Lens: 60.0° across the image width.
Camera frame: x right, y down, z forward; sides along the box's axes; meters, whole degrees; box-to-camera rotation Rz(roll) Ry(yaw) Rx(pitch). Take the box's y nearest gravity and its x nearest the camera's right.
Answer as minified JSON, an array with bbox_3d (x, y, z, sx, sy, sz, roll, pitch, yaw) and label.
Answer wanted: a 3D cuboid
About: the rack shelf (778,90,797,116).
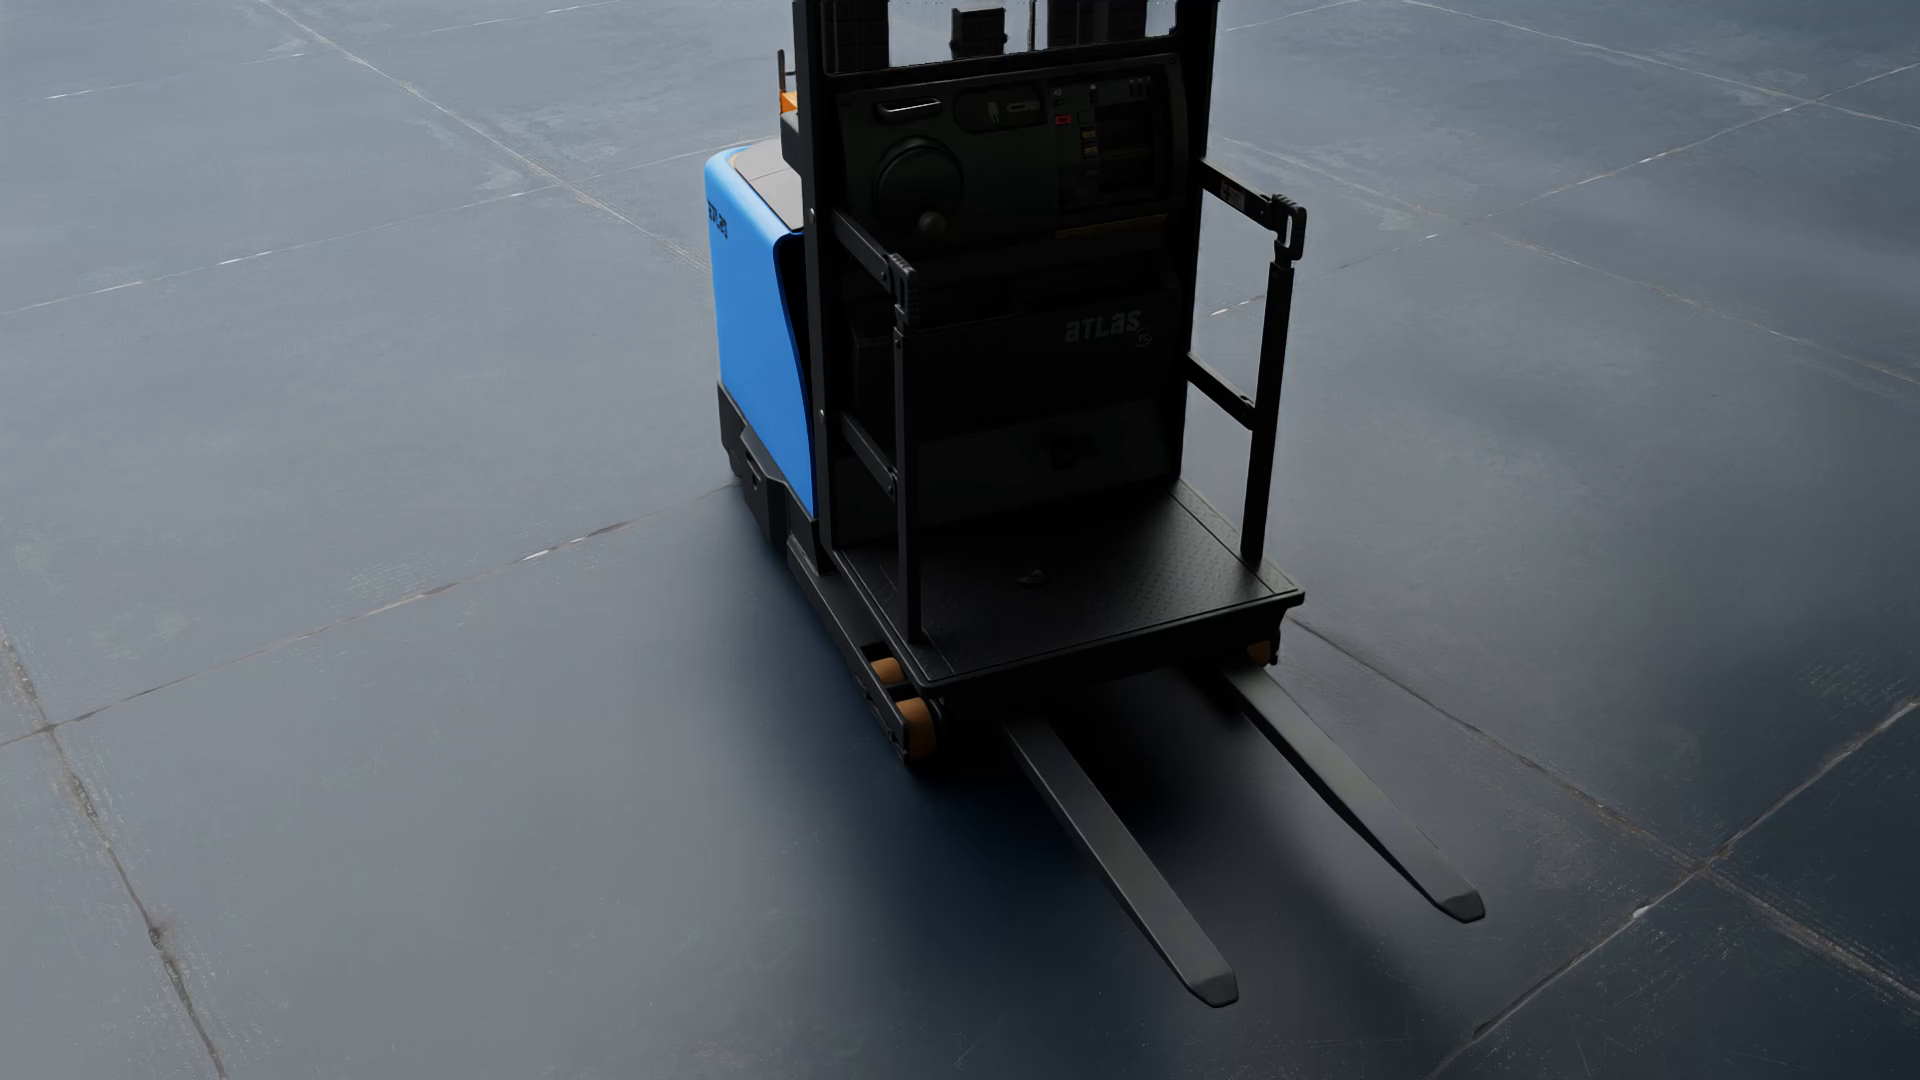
[{"bbox_3d":[-0.415,-1.396,5.616,0.258,0.148,0.480,-13,34,-19],"label":"rack shelf"}]

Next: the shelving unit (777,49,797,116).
[{"bbox_3d":[-0.415,-1.062,5.823,0.258,1.200,0.503,-13,34,-19],"label":"shelving unit"}]

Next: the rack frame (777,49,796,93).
[{"bbox_3d":[-0.510,-1.181,6.014,0.240,1.200,0.015,-13,34,-19],"label":"rack frame"}]

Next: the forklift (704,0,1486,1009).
[{"bbox_3d":[0.228,-0.925,3.962,1.130,2.935,3.031,-13,34,-19],"label":"forklift"}]
